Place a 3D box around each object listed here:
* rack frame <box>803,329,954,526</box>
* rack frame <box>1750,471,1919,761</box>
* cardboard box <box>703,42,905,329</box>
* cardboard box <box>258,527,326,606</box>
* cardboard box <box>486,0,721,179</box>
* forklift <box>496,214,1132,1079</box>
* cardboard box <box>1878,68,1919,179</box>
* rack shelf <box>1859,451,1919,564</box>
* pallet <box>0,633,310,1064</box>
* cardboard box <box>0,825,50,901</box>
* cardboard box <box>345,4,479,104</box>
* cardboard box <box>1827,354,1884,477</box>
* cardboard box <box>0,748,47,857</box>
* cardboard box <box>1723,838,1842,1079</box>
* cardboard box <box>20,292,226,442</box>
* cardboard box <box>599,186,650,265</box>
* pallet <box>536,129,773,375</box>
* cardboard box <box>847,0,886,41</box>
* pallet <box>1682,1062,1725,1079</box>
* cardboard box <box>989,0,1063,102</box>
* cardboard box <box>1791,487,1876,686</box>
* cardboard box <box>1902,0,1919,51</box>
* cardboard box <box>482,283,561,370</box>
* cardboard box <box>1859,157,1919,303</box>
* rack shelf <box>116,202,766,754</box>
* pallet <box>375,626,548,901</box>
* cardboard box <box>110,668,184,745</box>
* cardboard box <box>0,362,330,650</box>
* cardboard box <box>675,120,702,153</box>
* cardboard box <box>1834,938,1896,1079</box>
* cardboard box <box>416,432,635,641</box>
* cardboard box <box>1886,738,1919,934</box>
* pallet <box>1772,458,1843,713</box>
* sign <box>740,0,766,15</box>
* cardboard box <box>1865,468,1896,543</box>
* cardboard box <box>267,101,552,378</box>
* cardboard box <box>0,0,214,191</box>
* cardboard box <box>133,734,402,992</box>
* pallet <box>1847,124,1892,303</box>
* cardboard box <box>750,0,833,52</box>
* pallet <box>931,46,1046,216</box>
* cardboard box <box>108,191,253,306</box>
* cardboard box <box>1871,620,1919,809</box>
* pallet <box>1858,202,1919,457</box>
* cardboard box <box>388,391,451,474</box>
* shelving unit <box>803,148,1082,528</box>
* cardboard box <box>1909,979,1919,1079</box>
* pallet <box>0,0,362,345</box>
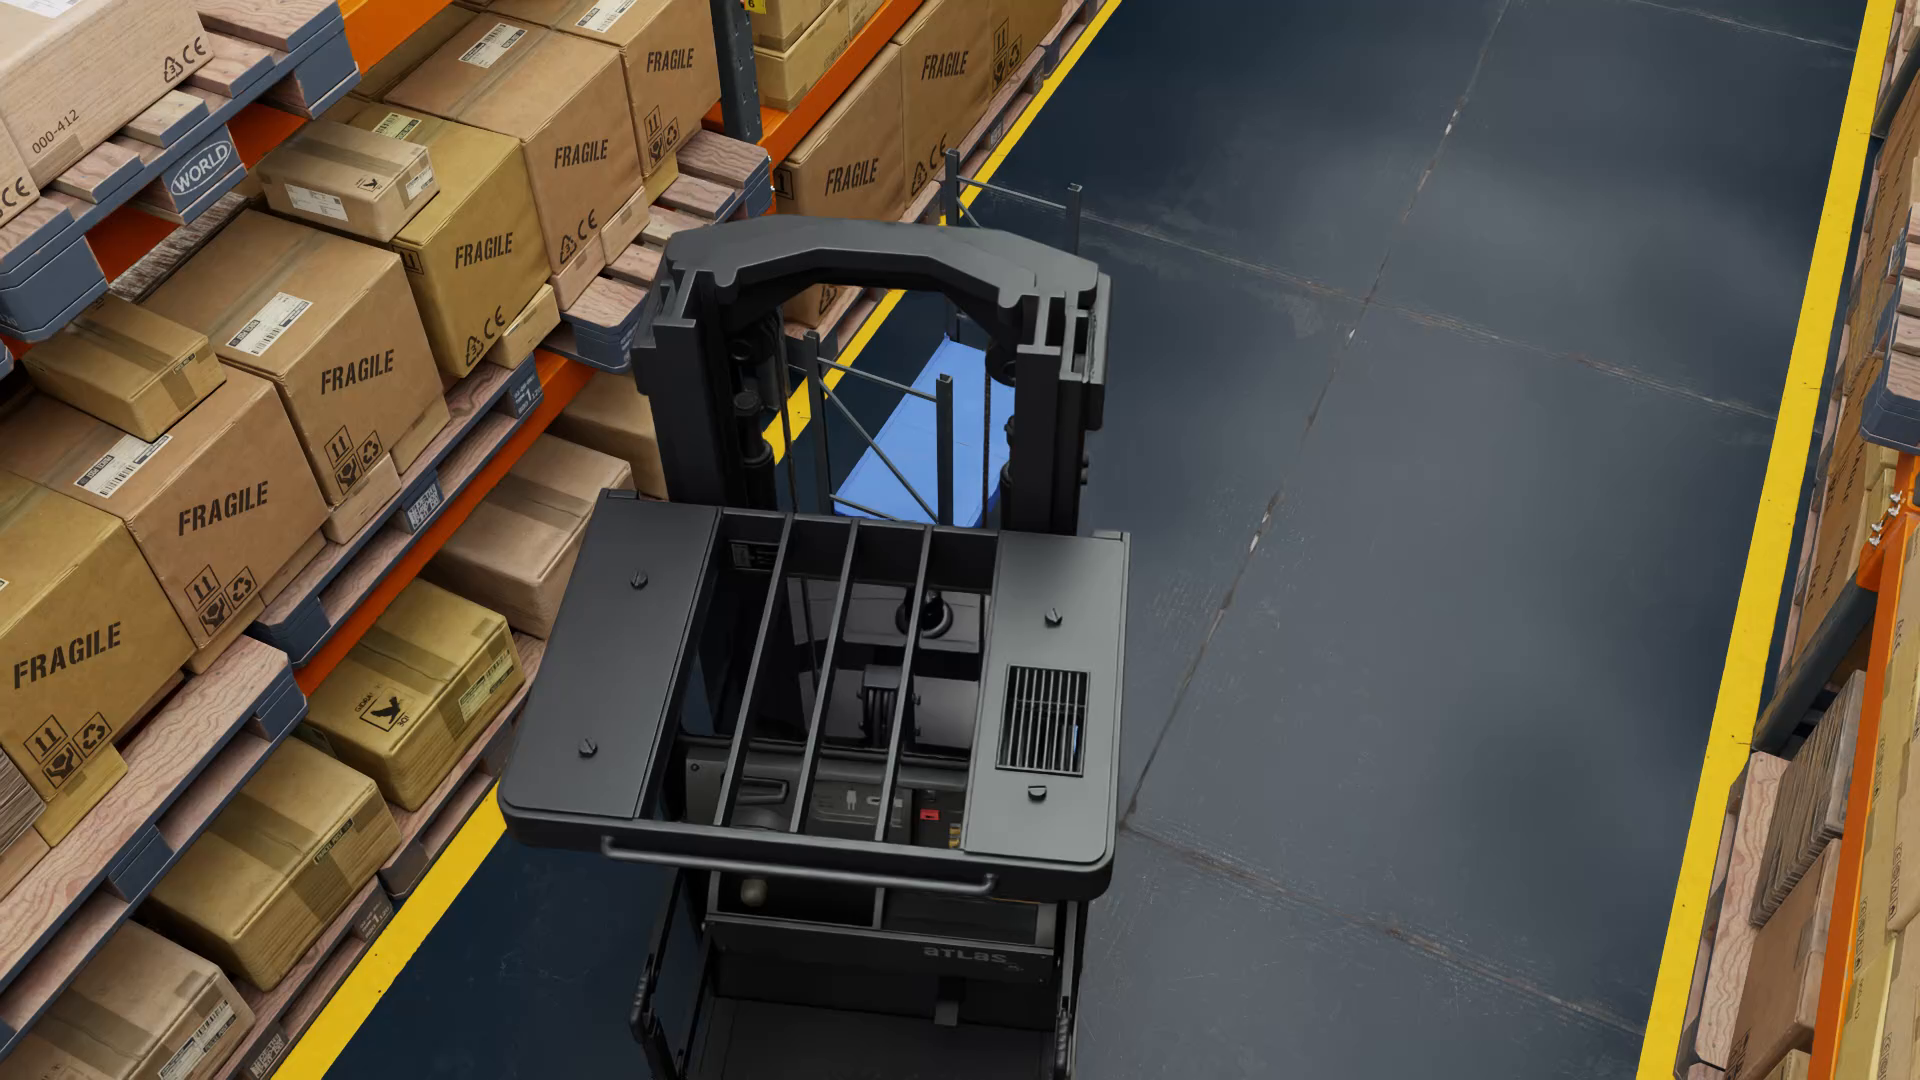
[{"bbox_3d":[-0.254,-0.077,5.646,0.500,1.500,0.032,20,52,16],"label":"rack frame"},{"bbox_3d":[3.294,-0.101,4.682,1.000,3.000,0.127,20,52,16],"label":"rack frame"},{"bbox_3d":[-0.825,-1.610,7.085,0.875,0.875,0.875,19,52,16],"label":"cardboard box"},{"bbox_3d":[-1.961,-0.014,4.497,0.380,0.149,0.250,20,53,16],"label":"cardboard box"},{"bbox_3d":[-1.138,-1.575,5.399,0.500,0.500,0.500,18,52,15],"label":"cardboard box"},{"bbox_3d":[-0.229,0.836,3.929,1.130,2.935,3.031,5,50,4],"label":"forklift"},{"bbox_3d":[4.593,-1.922,7.596,0.500,0.500,0.500,22,53,18],"label":"cardboard box"},{"bbox_3d":[4.148,-1.245,6.128,1.077,0.370,4.000,20,52,16],"label":"rack shelf"},{"bbox_3d":[-2.446,0.624,4.191,1.003,0.211,1.213,20,52,16],"label":"pallet"},{"bbox_3d":[-2.383,0.708,3.882,0.380,0.149,0.250,21,53,17],"label":"cardboard box"},{"bbox_3d":[-1.813,-1.383,5.236,0.500,0.500,0.500,22,53,18],"label":"cardboard box"},{"bbox_3d":[3.725,-0.491,6.379,0.500,0.500,0.500,22,53,18],"label":"cardboard box"},{"bbox_3d":[-2.445,0.546,3.594,0.500,0.500,0.500,21,53,17],"label":"cardboard box"},{"bbox_3d":[2.743,1.410,4.680,0.875,0.625,0.625,21,53,17],"label":"cardboard box"},{"bbox_3d":[-2.013,-0.425,3.994,0.380,0.149,0.250,23,53,18],"label":"cardboard box"},{"bbox_3d":[-1.239,-1.070,5.395,0.380,0.149,0.250,19,52,16],"label":"cardboard box"},{"bbox_3d":[-1.404,-1.126,5.680,1.213,0.211,1.003,20,52,16],"label":"pallet"},{"bbox_3d":[-0.556,-2.280,6.634,0.500,0.250,0.500,18,52,15],"label":"cardboard box"},{"bbox_3d":[2.384,2.194,4.560,1.003,0.211,1.213,20,52,16],"label":"pallet"},{"bbox_3d":[-0.058,-2.838,8.130,0.875,0.875,0.875,21,53,17],"label":"cardboard box"},{"bbox_3d":[3.280,0.212,5.781,0.500,0.500,0.500,21,53,17],"label":"cardboard box"},{"bbox_3d":[4.975,-2.547,8.359,0.380,0.149,0.250,18,52,15],"label":"cardboard box"},{"bbox_3d":[-1.459,-0.705,5.085,0.380,0.149,0.250,21,53,17],"label":"cardboard box"},{"bbox_3d":[4.157,-1.210,6.991,0.500,0.500,0.500,18,52,15],"label":"cardboard box"},{"bbox_3d":[-2.050,-0.103,5.156,1.077,0.370,4.000,20,52,16],"label":"rack shelf"},{"bbox_3d":[-2.053,0.565,5.946,1.003,0.211,1.213,20,52,16],"label":"pallet"},{"bbox_3d":[-2.216,0.319,4.213,0.380,0.149,0.250,23,53,18],"label":"cardboard box"},{"bbox_3d":[-2.008,-0.135,4.174,0.500,0.500,0.500,20,52,16],"label":"cardboard box"},{"bbox_3d":[-1.123,-1.466,5.732,0.380,0.149,0.250,22,53,17],"label":"cardboard box"},{"bbox_3d":[2.227,1.232,3.646,0.500,0.250,0.500,21,53,17],"label":"cardboard box"},{"bbox_3d":[-1.754,-0.102,6.132,0.950,0.372,0.625,19,52,15],"label":"cardboard box"},{"bbox_3d":[2.429,0.710,3.761,0.500,0.250,0.500,19,52,15],"label":"cardboard box"},{"bbox_3d":[3.647,0.301,6.171,1.003,0.211,1.213,20,52,16],"label":"pallet"},{"bbox_3d":[-0.701,-1.893,5.498,0.100,0.325,0.005,20,52,16],"label":"sign"},{"bbox_3d":[3.276,-0.060,5.586,0.380,0.149,0.250,17,52,14],"label":"cardboard box"},{"bbox_3d":[-1.564,-0.868,4.797,0.500,0.500,0.500,17,52,14],"label":"cardboard box"},{"bbox_3d":[-1.881,-0.994,3.295,0.500,0.250,0.500,19,52,16],"label":"cardboard box"},{"bbox_3d":[-2.379,0.898,5.281,0.950,0.372,0.625,23,53,18],"label":"cardboard box"},{"bbox_3d":[4.689,-1.380,7.601,1.003,0.211,1.213,20,52,16],"label":"pallet"},{"bbox_3d":[-0.756,-2.096,6.149,0.500,0.250,0.500,19,52,16],"label":"cardboard box"},{"bbox_3d":[-0.268,-2.166,8.269,1.003,0.211,1.213,20,52,16],"label":"pallet"},{"bbox_3d":[-2.255,-0.673,4.632,0.500,0.500,0.500,18,52,15],"label":"cardboard box"},{"bbox_3d":[2.664,0.518,4.253,0.500,0.250,0.500,19,52,15],"label":"cardboard box"},{"bbox_3d":[3.520,-0.529,5.171,1.213,0.211,1.003,20,52,16],"label":"pallet"},{"bbox_3d":[-1.713,-0.373,4.803,0.380,0.149,0.250,18,52,15],"label":"cardboard box"},{"bbox_3d":[-0.036,-0.427,5.944,0.538,1.500,1.048,20,52,16],"label":"shelving unit"},{"bbox_3d":[2.093,1.006,3.248,0.380,0.149,0.250,19,52,15],"label":"cardboard box"},{"bbox_3d":[-2.104,-0.976,3.580,1.213,0.211,1.003,20,52,16],"label":"pallet"}]
